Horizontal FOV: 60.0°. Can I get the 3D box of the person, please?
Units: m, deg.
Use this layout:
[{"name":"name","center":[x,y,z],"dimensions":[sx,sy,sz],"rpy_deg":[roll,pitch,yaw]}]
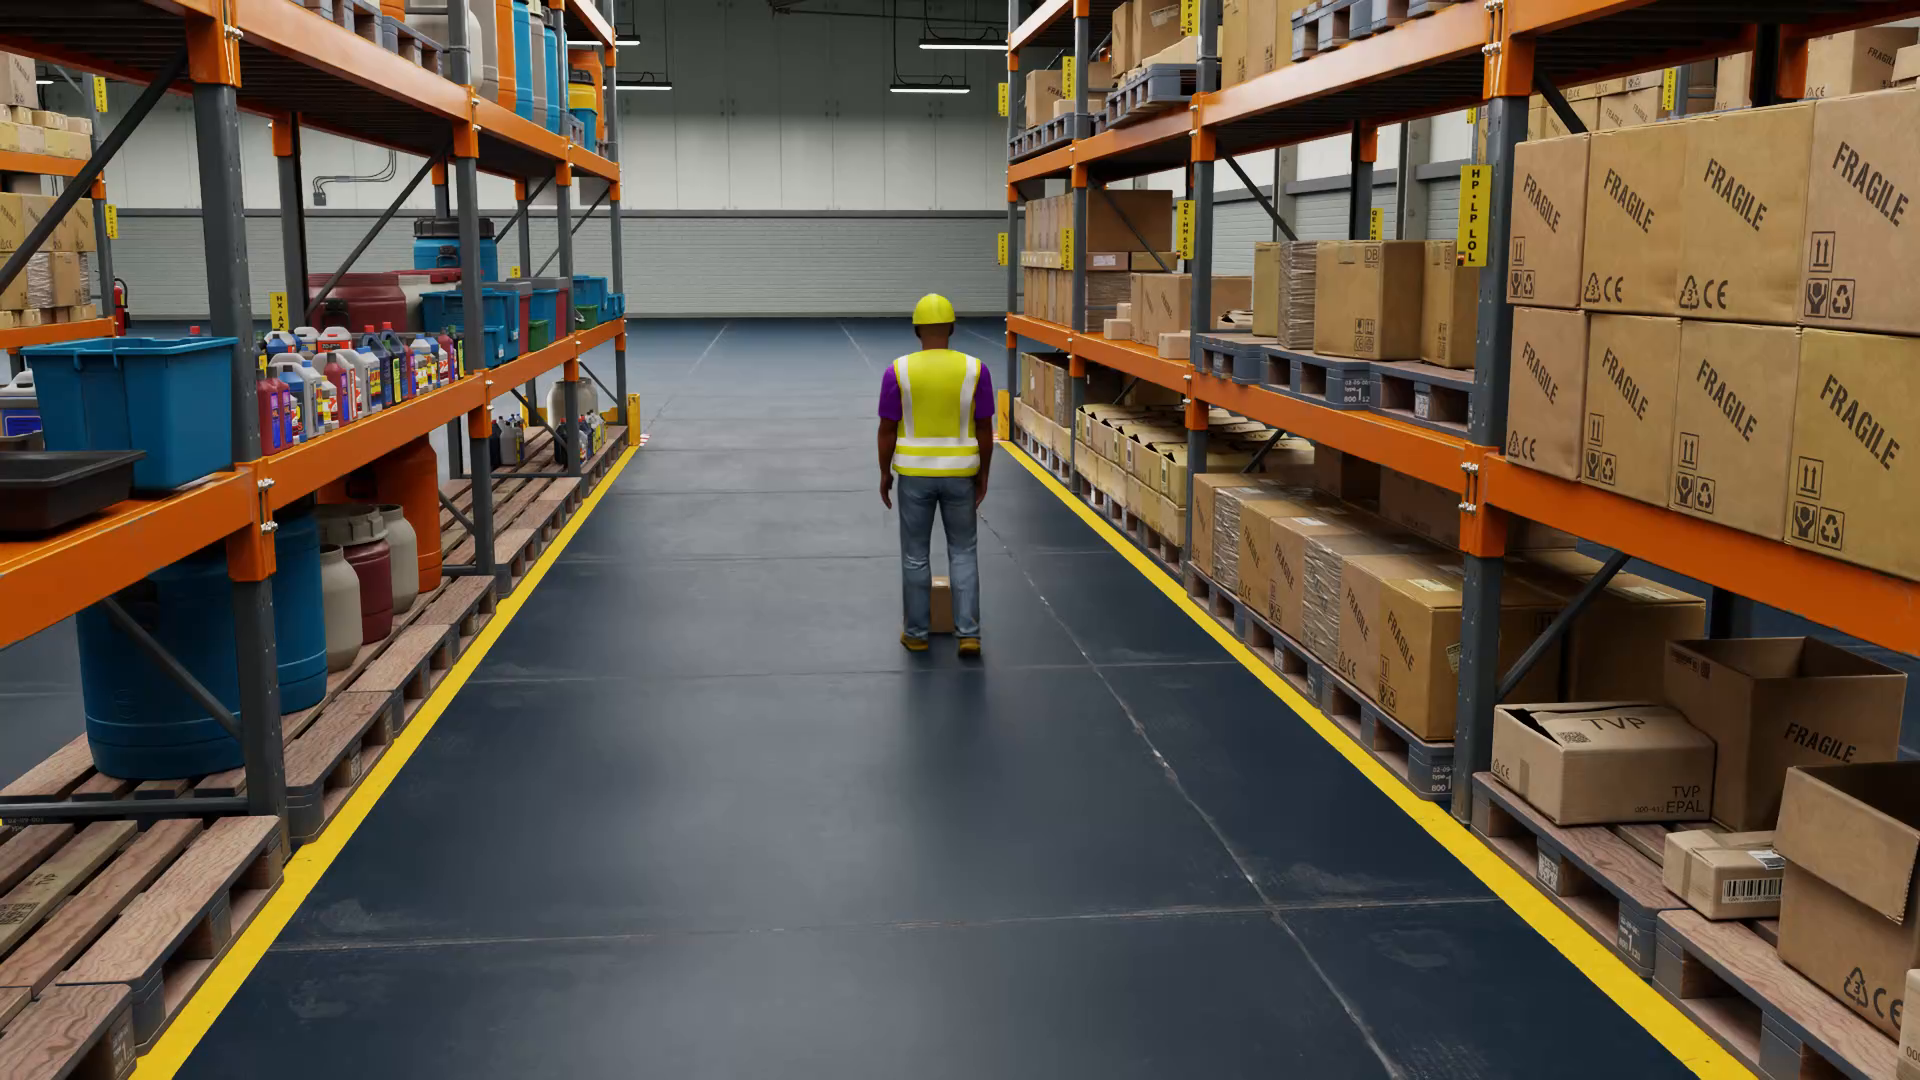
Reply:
[{"name":"person","center":[-0.122,-0.264,8.188],"dimensions":[0.570,1.810,0.490],"rpy_deg":[-1,10,-5]}]
